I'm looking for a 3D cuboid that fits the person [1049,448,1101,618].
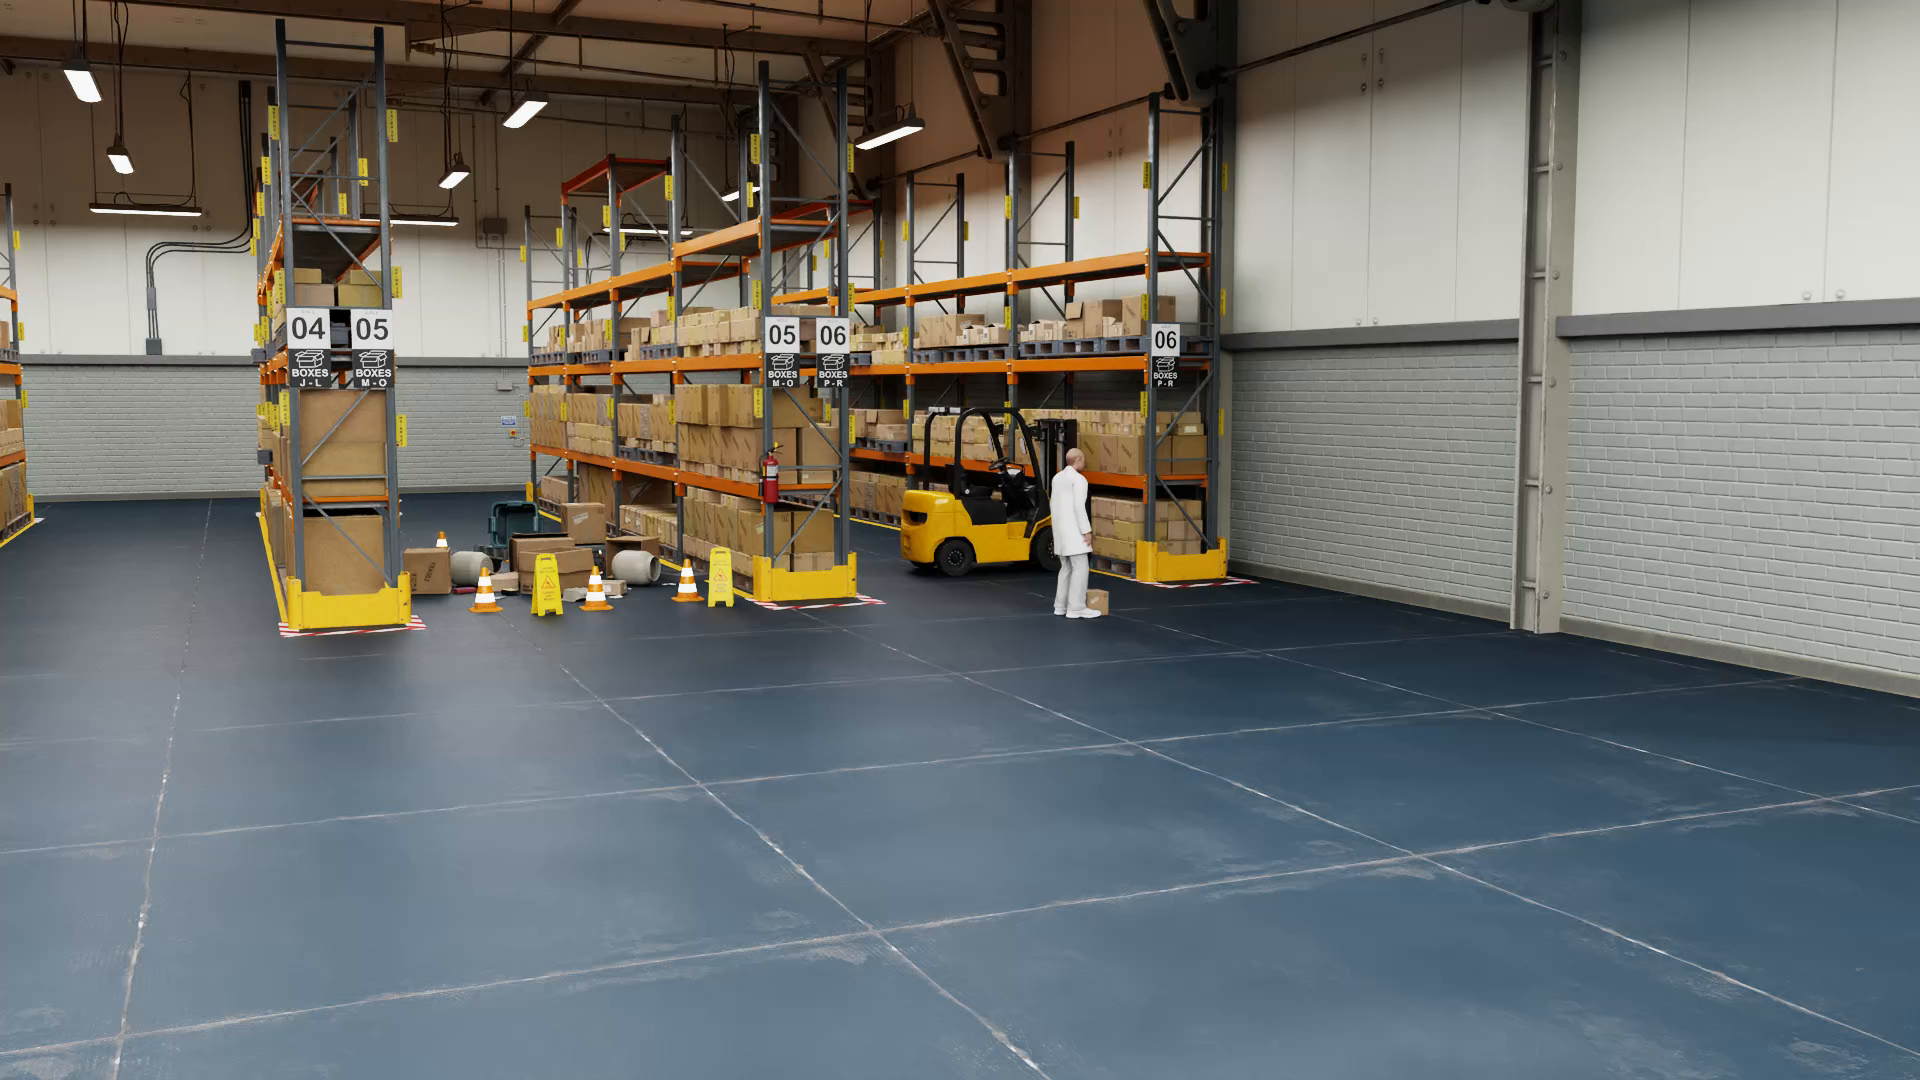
[{"bbox_3d":[1.186,-0.082,17.591,0.429,1.772,0.646,-3,6,-27],"label":"person"}]
